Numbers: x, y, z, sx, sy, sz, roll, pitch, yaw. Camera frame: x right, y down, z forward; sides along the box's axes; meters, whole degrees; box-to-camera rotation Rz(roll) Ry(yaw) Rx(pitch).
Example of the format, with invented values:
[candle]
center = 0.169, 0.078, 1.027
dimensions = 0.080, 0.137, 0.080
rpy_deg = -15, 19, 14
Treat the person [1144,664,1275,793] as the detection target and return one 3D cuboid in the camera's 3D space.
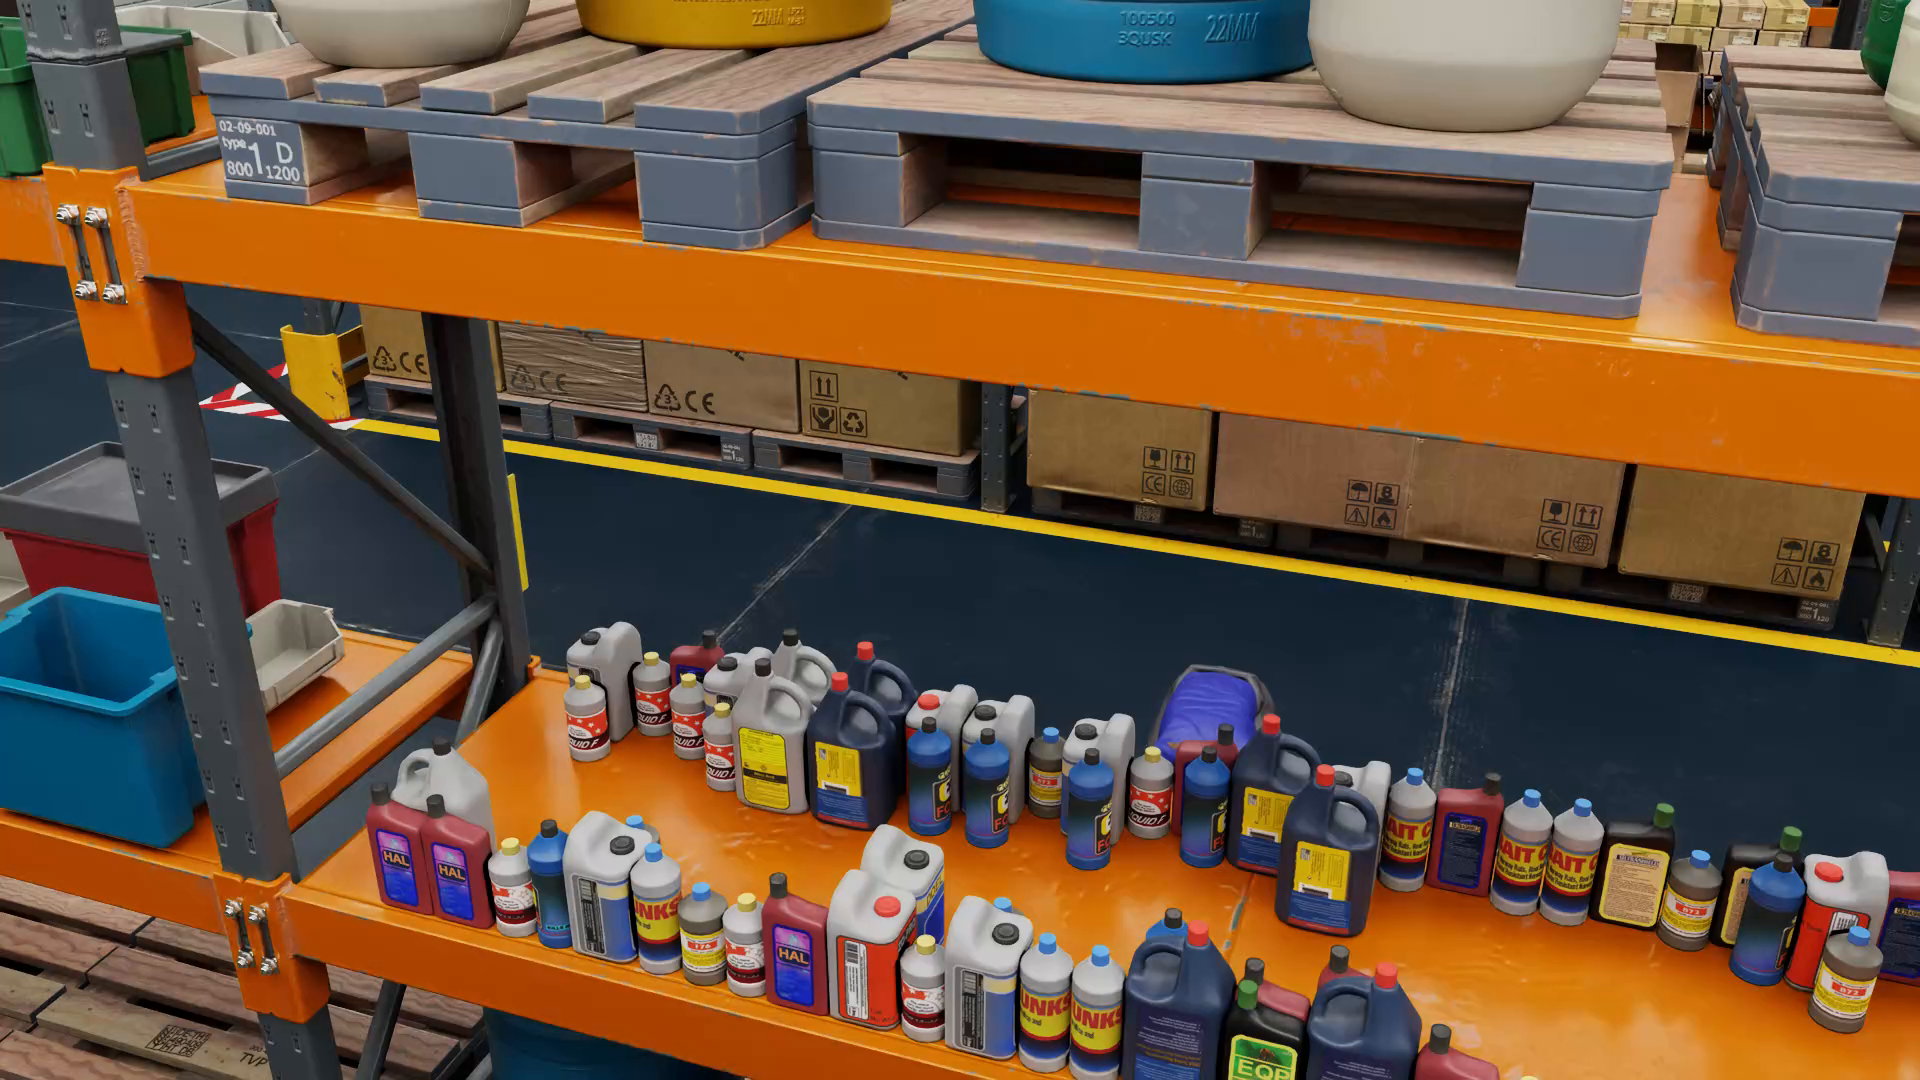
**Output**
[person]
center = 0.792, 0.862, 5.411
dimensions = 0.466, 0.771, 0.873
rpy_deg = 8, 27, 16
